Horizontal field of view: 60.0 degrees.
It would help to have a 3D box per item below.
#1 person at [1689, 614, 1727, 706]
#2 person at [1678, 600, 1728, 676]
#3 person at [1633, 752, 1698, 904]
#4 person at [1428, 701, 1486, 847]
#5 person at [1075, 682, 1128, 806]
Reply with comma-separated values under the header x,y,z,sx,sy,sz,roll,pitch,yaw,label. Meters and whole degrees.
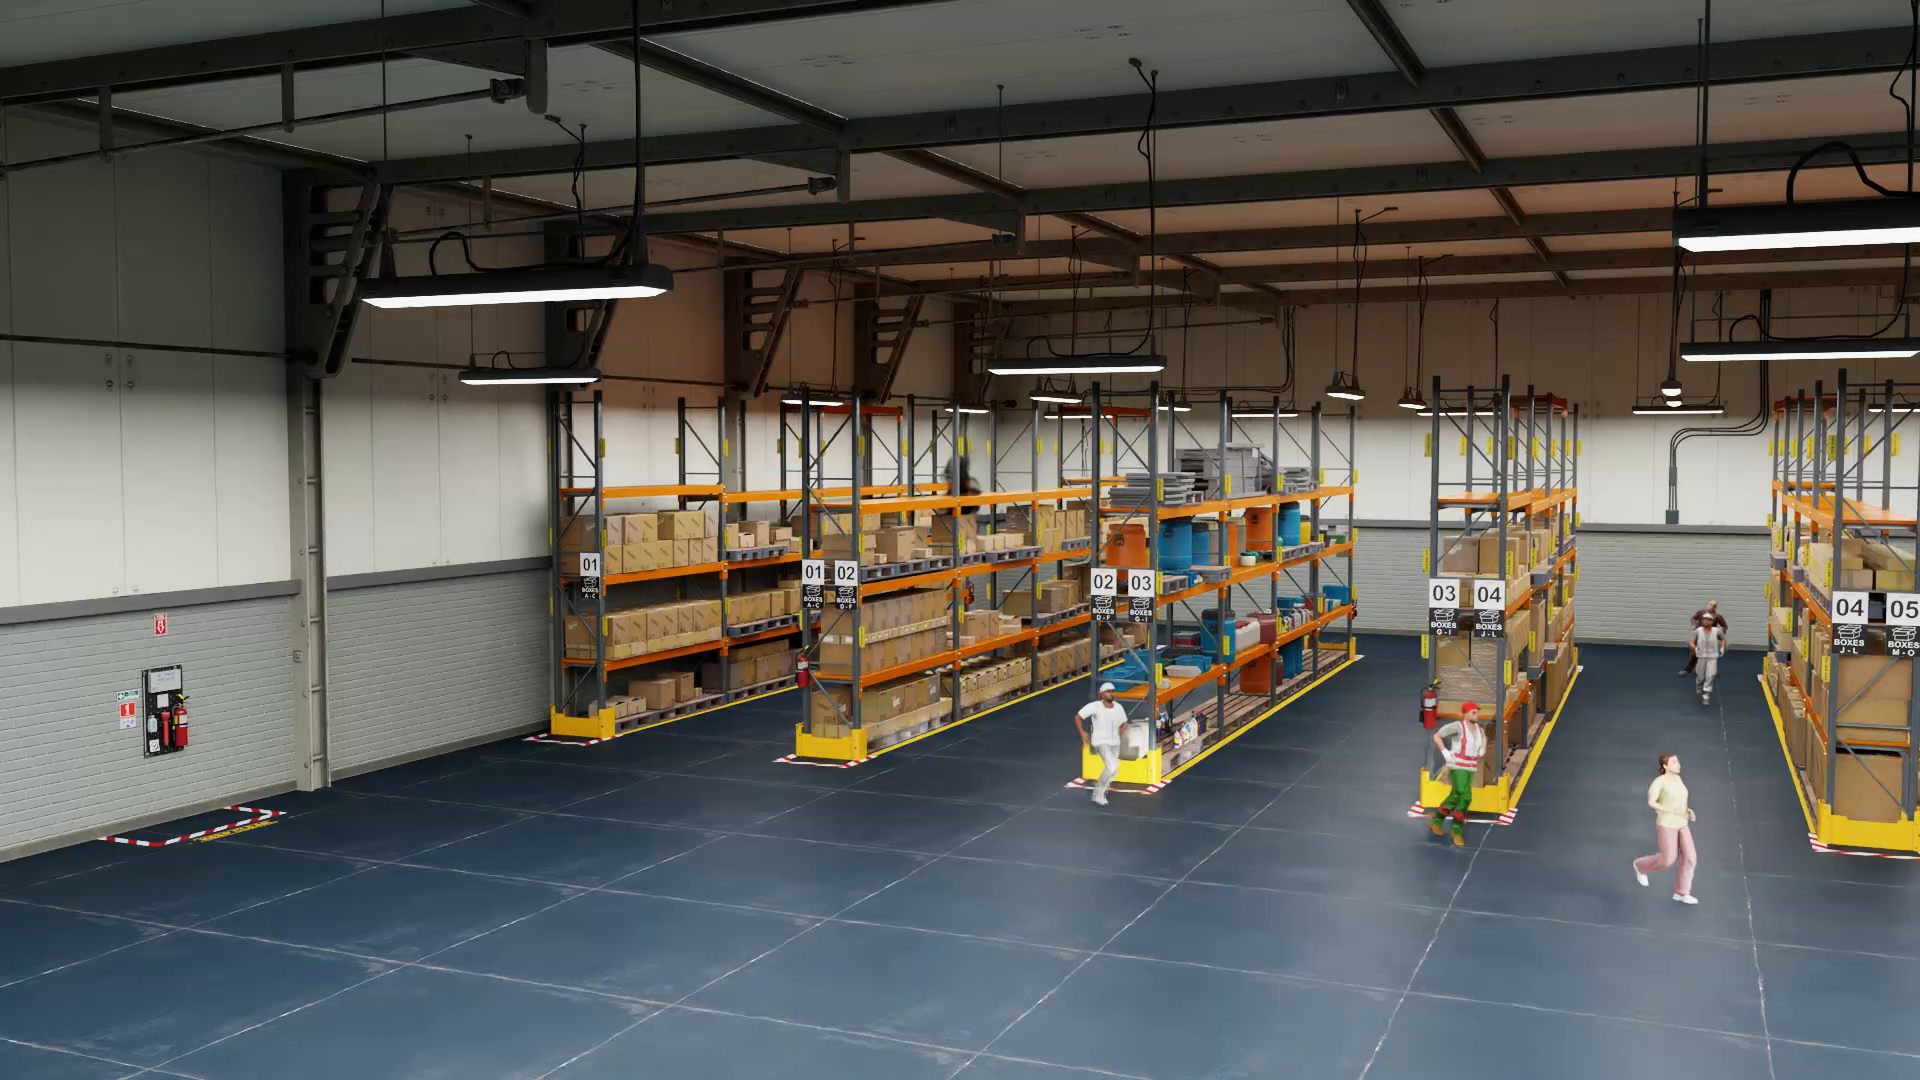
x,y,z,sx,sy,sz,roll,pitch,yaw,label
14.660,2.325,32.609,0.664,1.781,0.886,2,3,25,person
16.330,2.154,36.461,0.884,1.656,0.884,-2,4,-35,person
7.872,3.170,18.461,0.588,1.617,0.783,-2,4,-28,person
6.388,2.960,21.232,0.659,1.836,0.713,-2,4,-32,person
2.051,2.848,23.234,0.700,1.715,0.646,-2,4,-34,person
